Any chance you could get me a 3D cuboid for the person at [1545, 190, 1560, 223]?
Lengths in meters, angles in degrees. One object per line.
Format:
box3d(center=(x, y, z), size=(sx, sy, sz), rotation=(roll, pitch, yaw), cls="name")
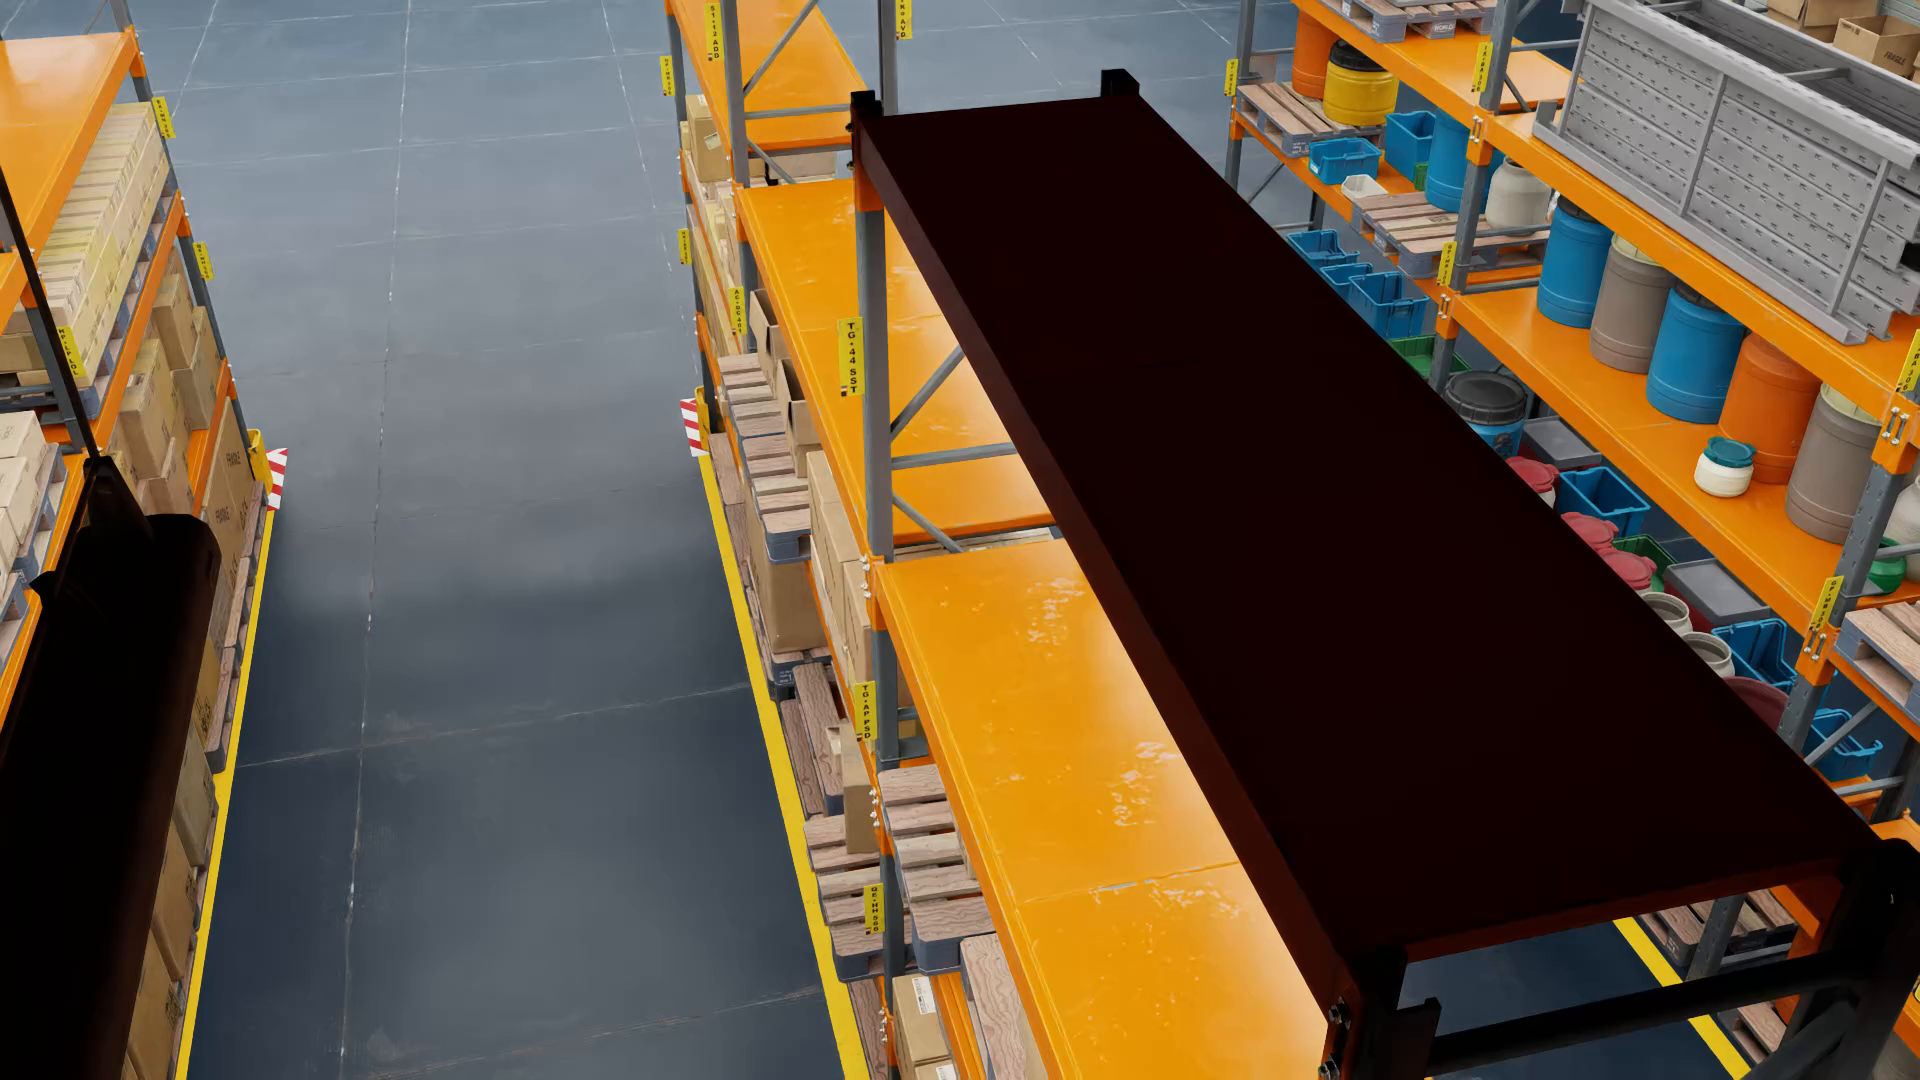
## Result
box3d(center=(6.275, -3.174, 17.254), size=(0.537, 1.663, 0.611), rotation=(-10, 36, -14), cls="person")
